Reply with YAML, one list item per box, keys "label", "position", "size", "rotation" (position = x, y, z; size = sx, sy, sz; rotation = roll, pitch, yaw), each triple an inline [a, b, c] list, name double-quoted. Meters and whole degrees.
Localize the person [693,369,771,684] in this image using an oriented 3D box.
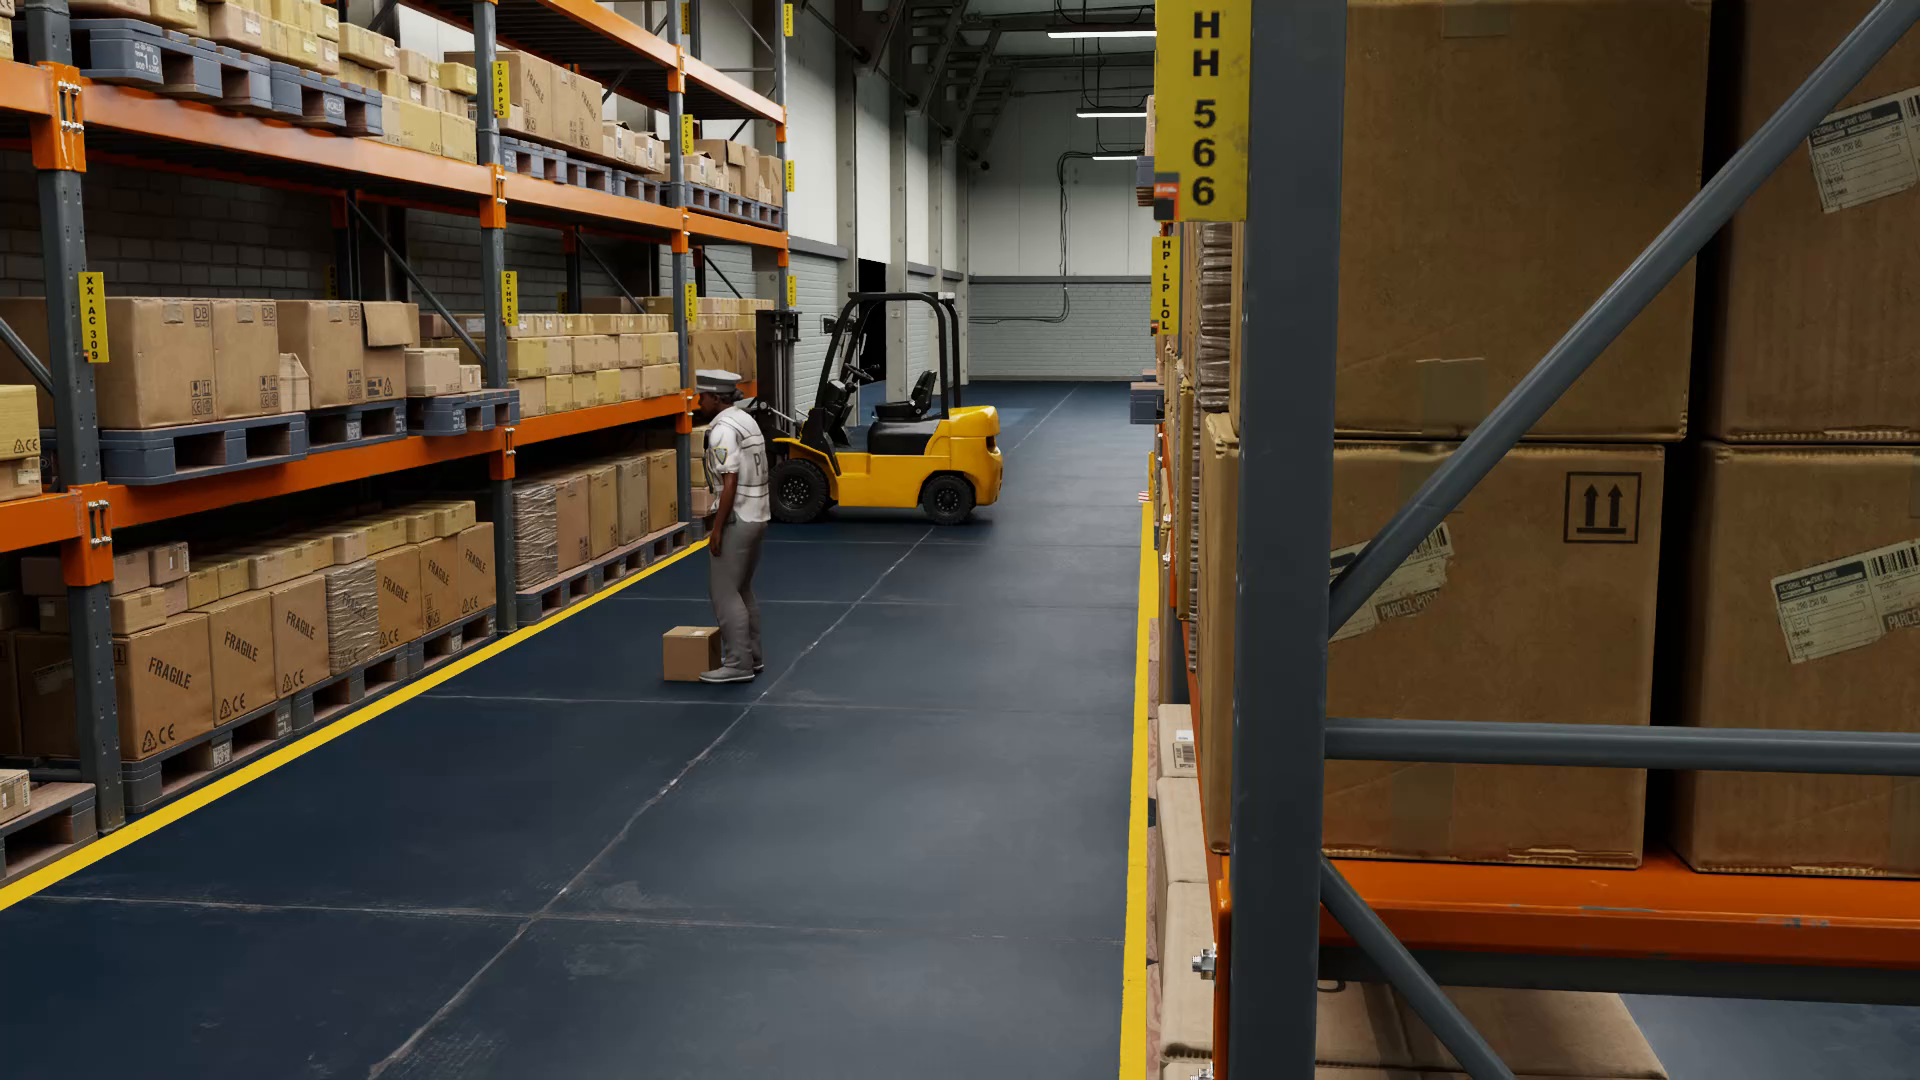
- label: "person"
  position: [-1.215, -0.080, 8.895]
  size: [0.393, 1.658, 0.507]
  rotation: [1, 8, 6]
